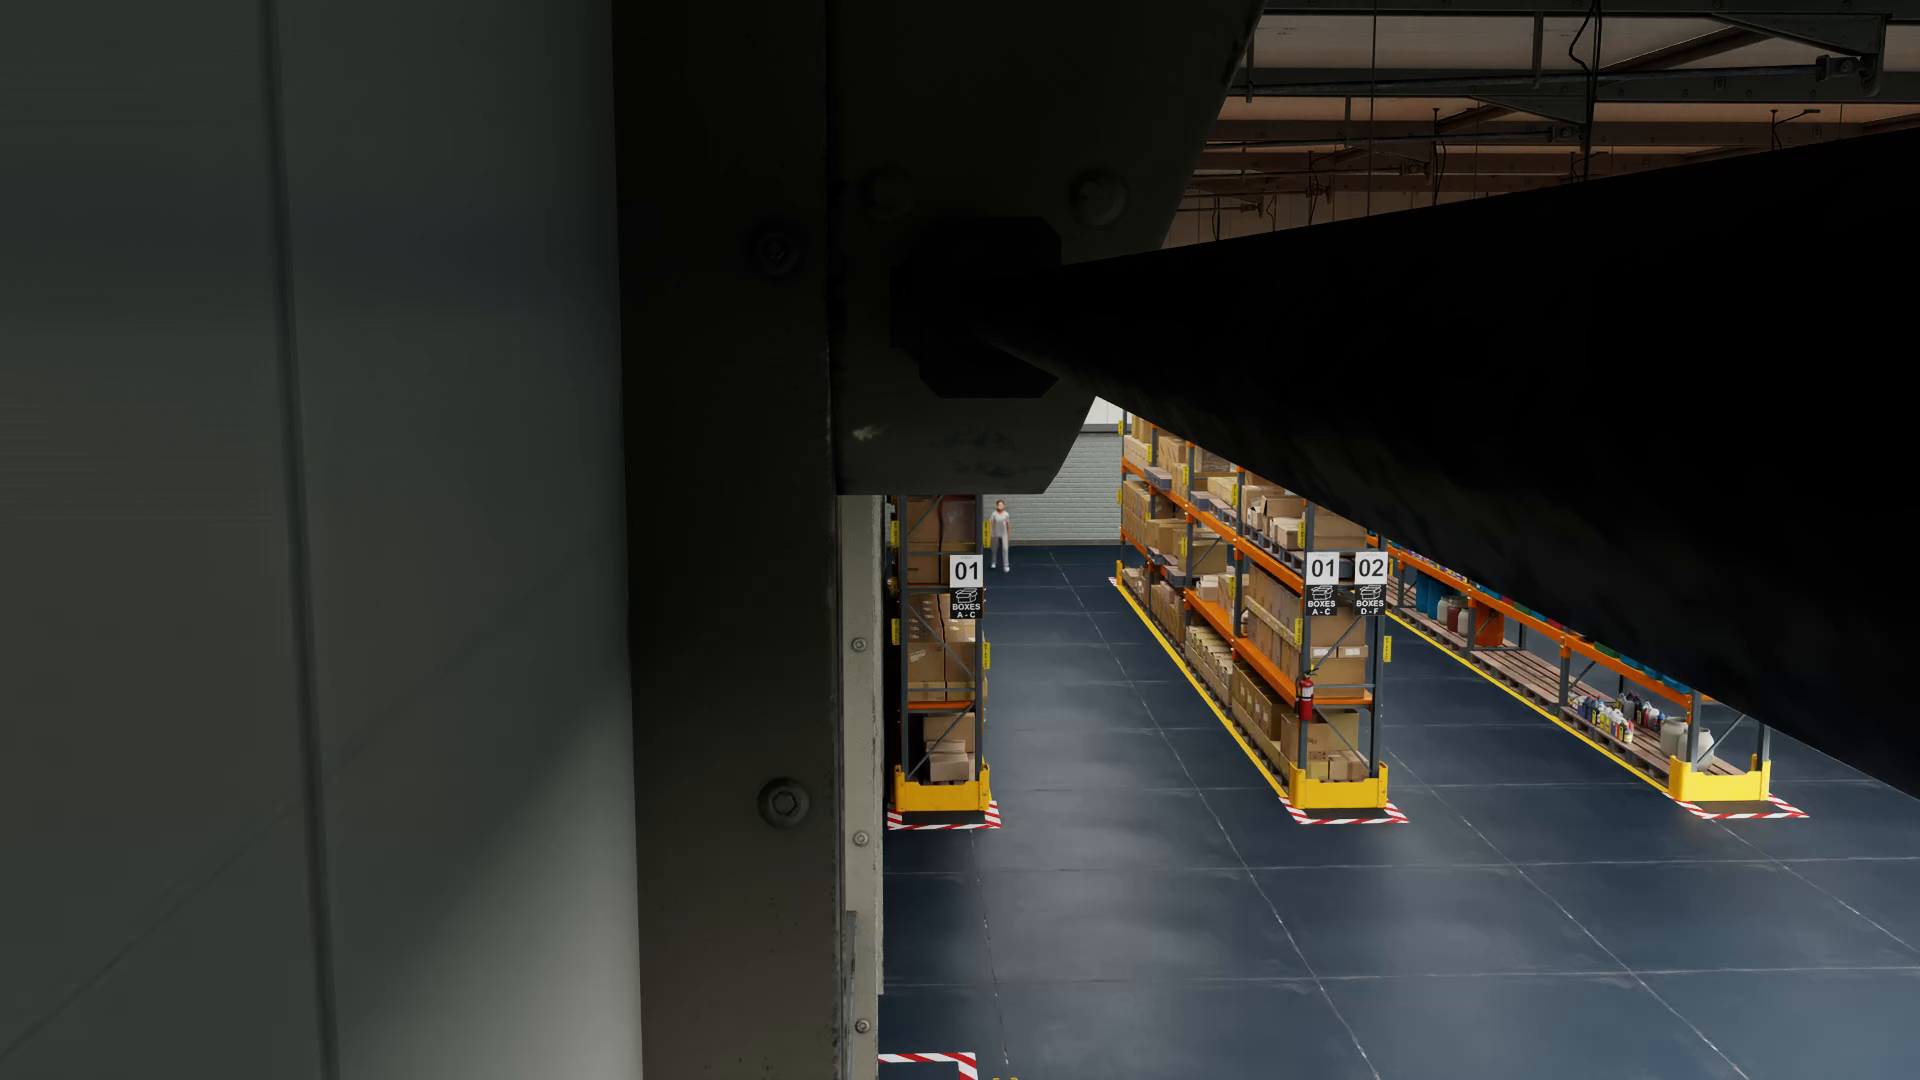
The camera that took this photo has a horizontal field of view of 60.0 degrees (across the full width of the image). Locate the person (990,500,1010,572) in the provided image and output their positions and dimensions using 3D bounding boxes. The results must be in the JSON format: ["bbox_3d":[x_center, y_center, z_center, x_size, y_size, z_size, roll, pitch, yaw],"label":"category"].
[{"bbox_3d":[0.924,-0.112,38.117,0.491,1.608,1.026,-1,9,-8],"label":"person"}]
